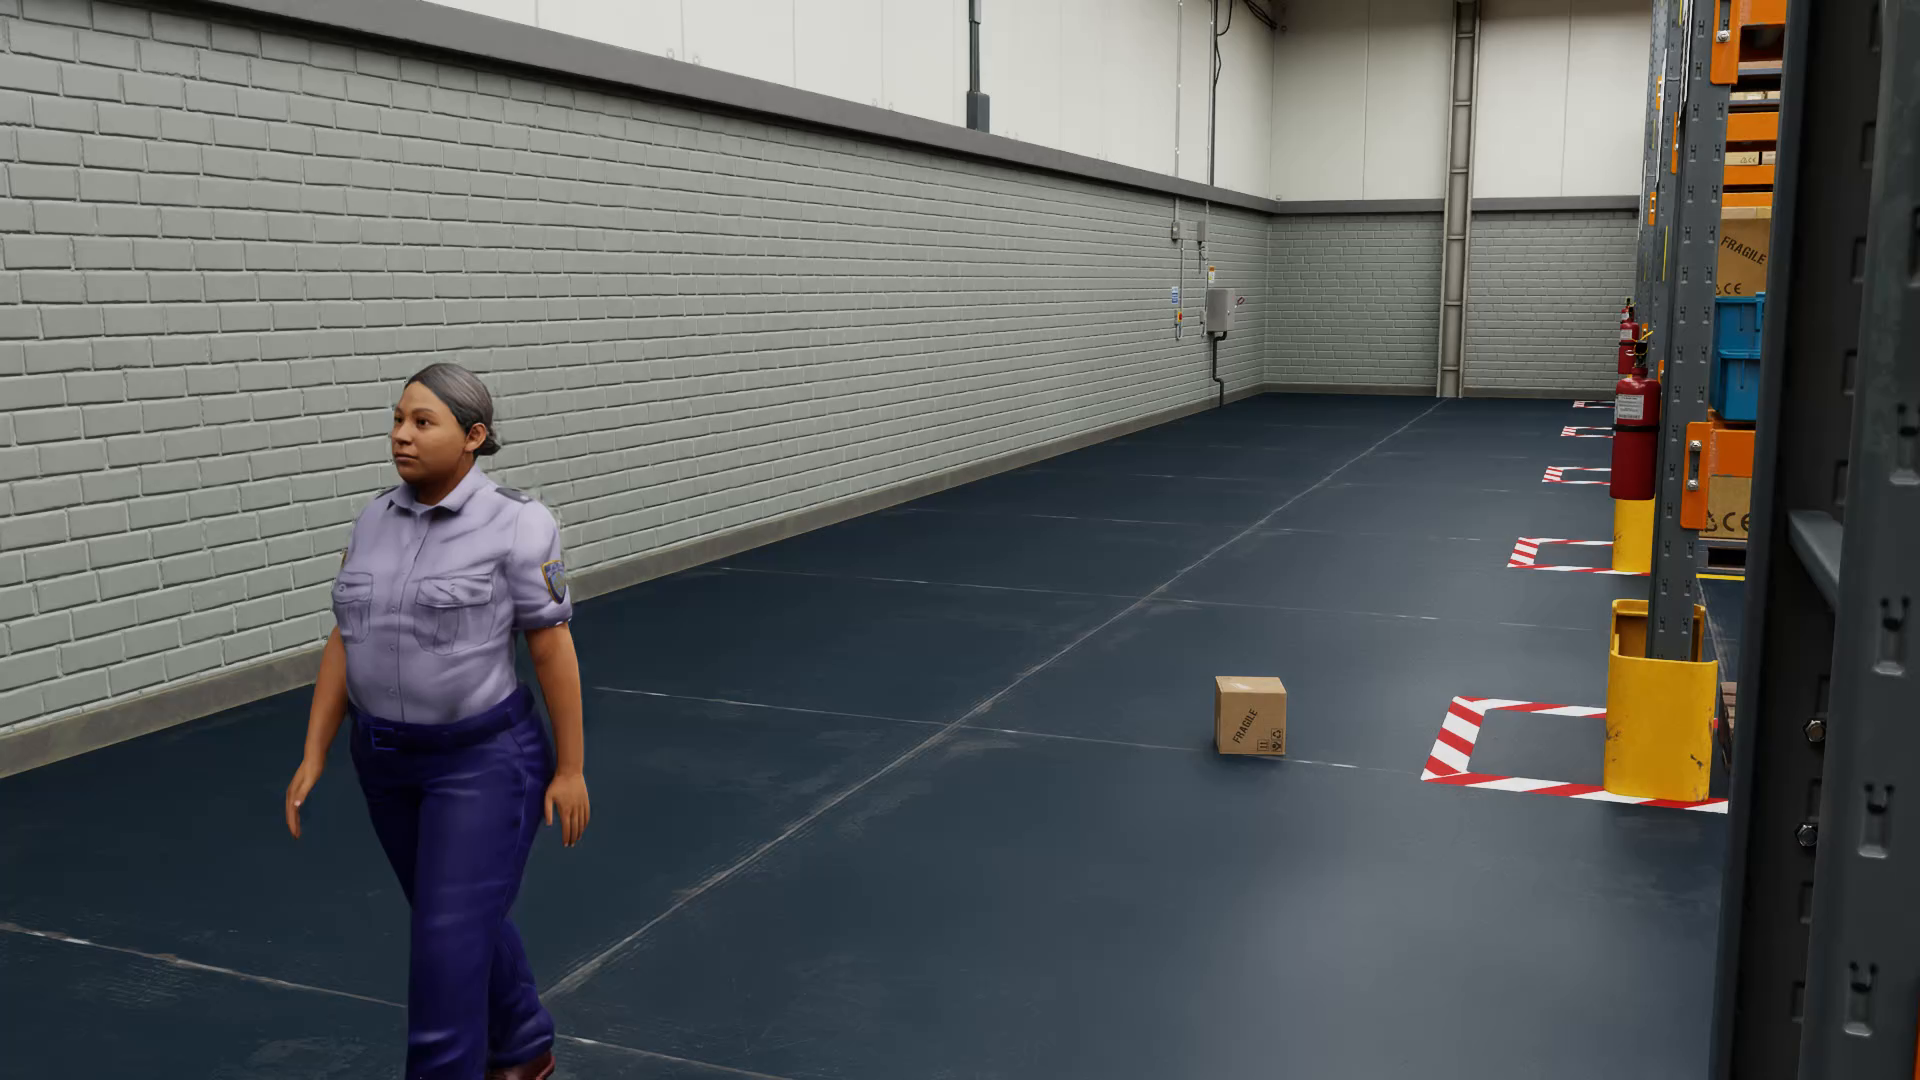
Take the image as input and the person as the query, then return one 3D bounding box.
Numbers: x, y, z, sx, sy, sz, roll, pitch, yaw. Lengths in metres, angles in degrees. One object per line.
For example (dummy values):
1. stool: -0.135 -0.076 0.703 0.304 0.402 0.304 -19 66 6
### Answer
1. person: -1.057 0.492 3.275 0.513 1.667 0.788 4 10 23
